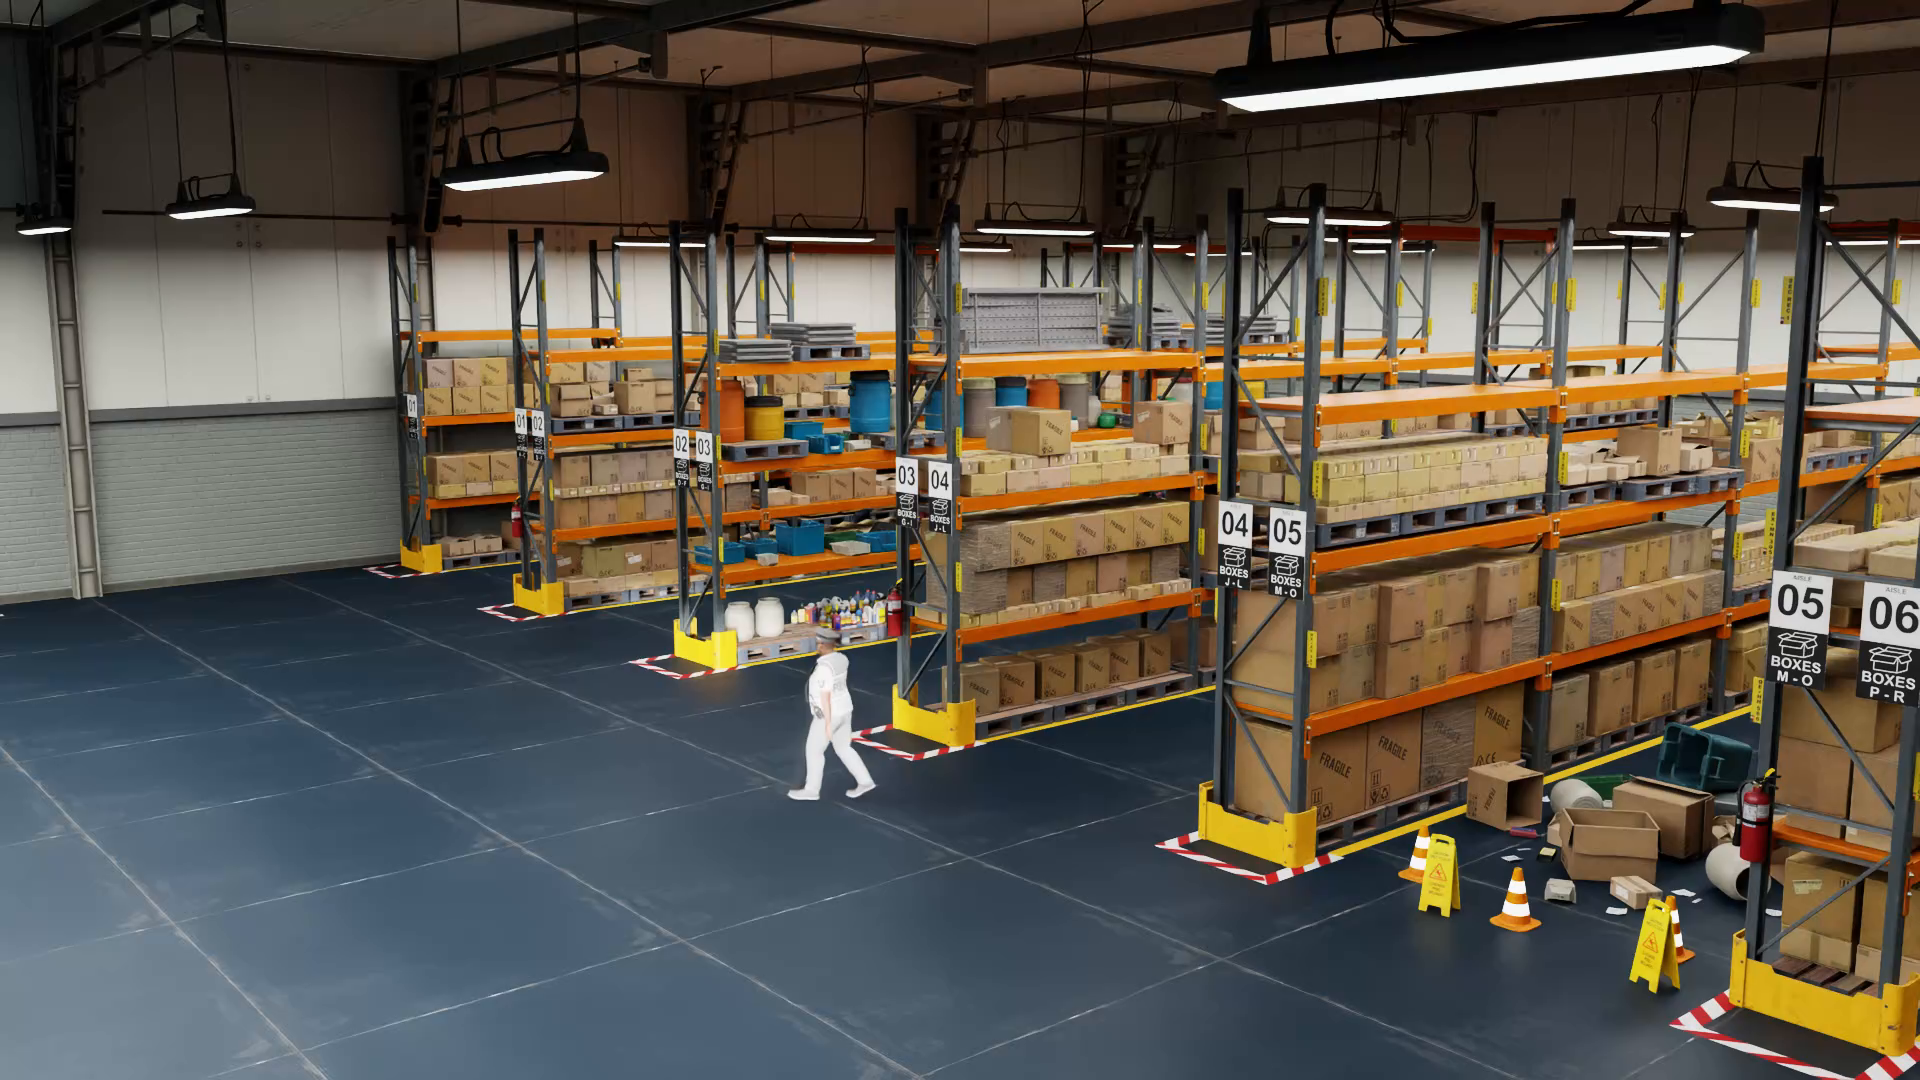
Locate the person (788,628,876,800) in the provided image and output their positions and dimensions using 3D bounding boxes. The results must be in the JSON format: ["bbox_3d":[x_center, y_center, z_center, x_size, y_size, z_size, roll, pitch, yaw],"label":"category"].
[{"bbox_3d":[-1.283,1.746,16.708,0.829,1.735,0.531,4,10,25],"label":"person"}]

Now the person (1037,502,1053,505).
[{"bbox_3d":[1.280,0.107,25.746,0.450,1.700,0.507,1,9,6],"label":"person"}]

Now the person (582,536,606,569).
[{"bbox_3d":[-6.400,-0.043,28.934,0.607,1.574,0.474,-7,11,-37],"label":"person"}]

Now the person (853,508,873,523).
[{"bbox_3d":[-1.846,-0.627,32.765,0.778,1.510,0.485,-5,10,-30],"label":"person"}]
